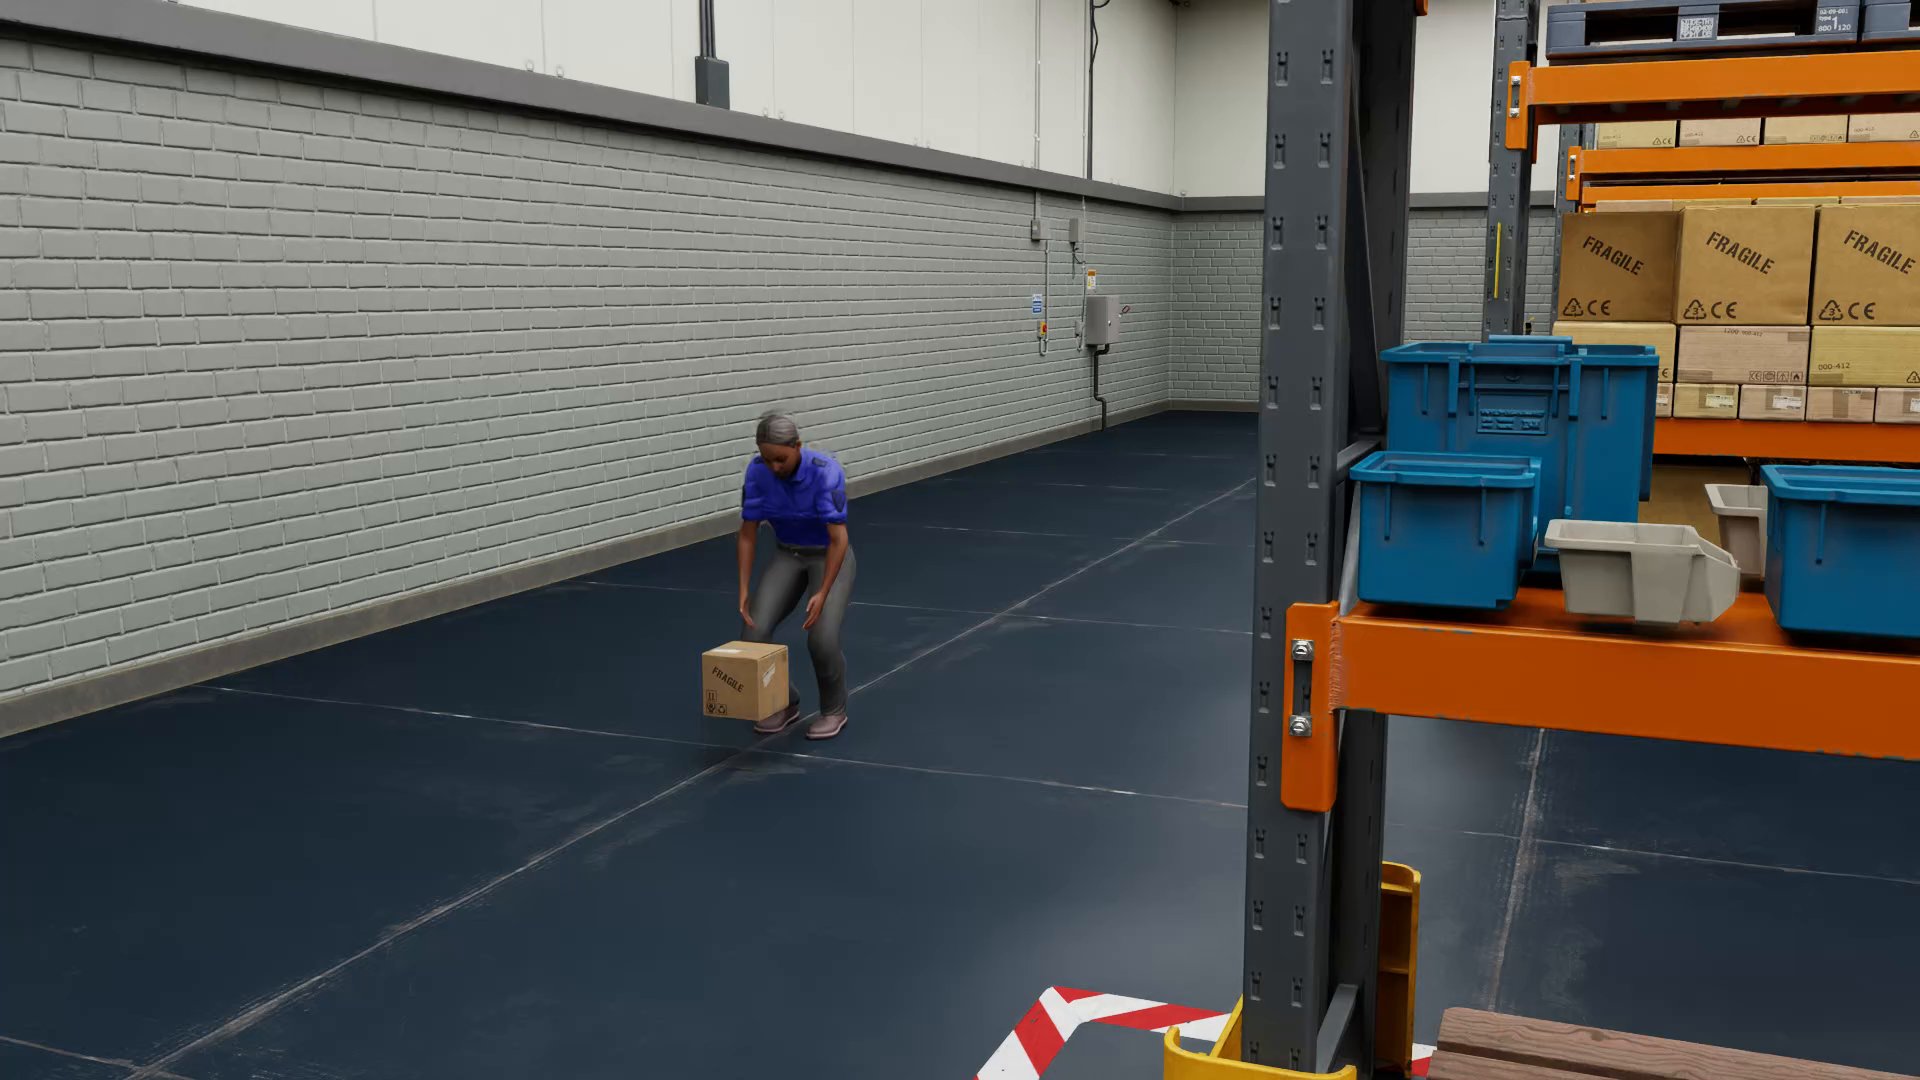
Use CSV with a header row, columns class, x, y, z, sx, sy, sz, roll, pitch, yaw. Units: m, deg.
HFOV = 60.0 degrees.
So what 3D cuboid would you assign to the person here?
class,x,y,z,sx,sy,sz,roll,pitch,yaw
person,-0.653,0.147,6.918,0.496,1.364,0.635,3,9,21
